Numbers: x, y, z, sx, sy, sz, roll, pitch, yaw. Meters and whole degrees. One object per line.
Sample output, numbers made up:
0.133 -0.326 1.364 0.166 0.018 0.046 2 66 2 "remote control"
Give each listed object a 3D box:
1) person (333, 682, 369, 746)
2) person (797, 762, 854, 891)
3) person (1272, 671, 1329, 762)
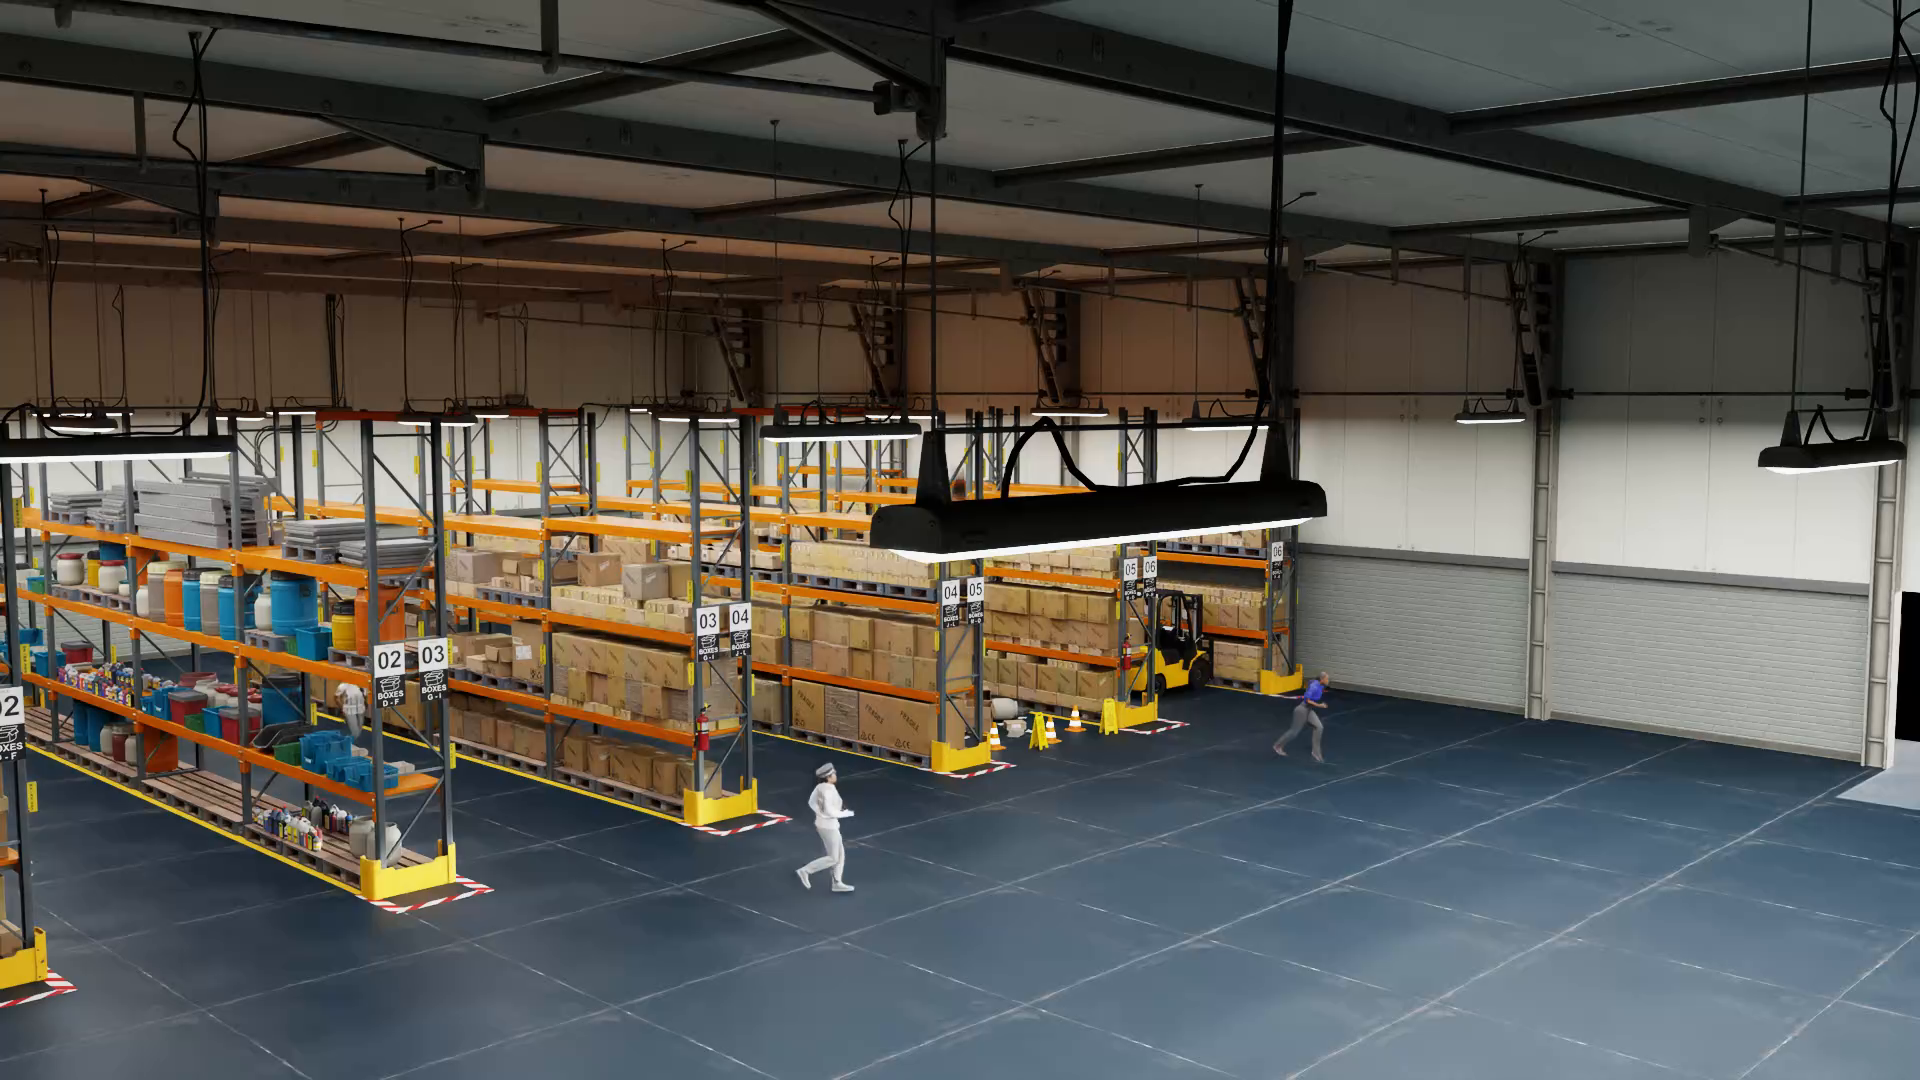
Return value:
-10.332 2.978 28.418 0.632 1.679 0.555 5 7 43 "person"
-1.715 3.634 21.002 0.744 1.664 0.615 -2 5 -17 "person"
5.894 3.036 28.741 0.958 1.614 0.619 2 5 22 "person"
